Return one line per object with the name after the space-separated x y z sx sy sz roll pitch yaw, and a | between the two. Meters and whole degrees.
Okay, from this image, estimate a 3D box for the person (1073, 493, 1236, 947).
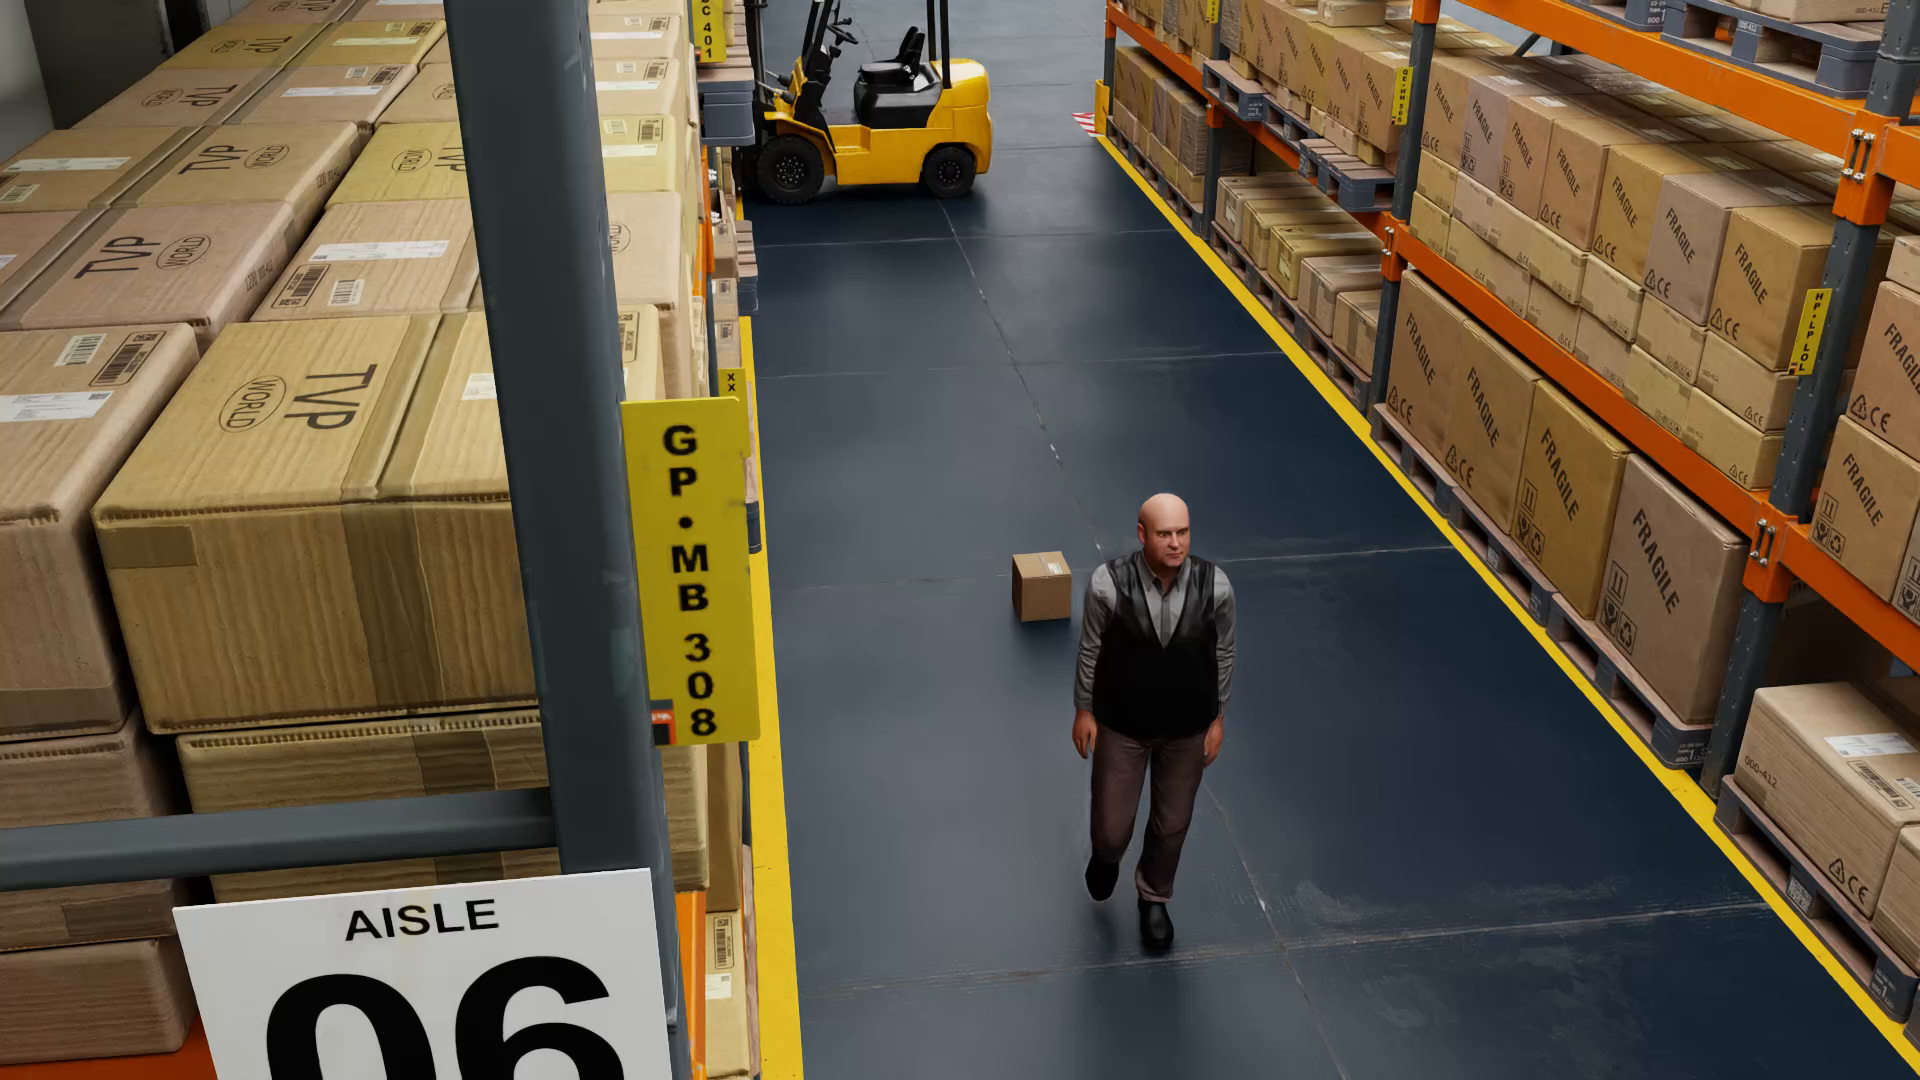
0.679 0.639 5.825 0.556 1.714 0.487 -1 27 -2 | person
